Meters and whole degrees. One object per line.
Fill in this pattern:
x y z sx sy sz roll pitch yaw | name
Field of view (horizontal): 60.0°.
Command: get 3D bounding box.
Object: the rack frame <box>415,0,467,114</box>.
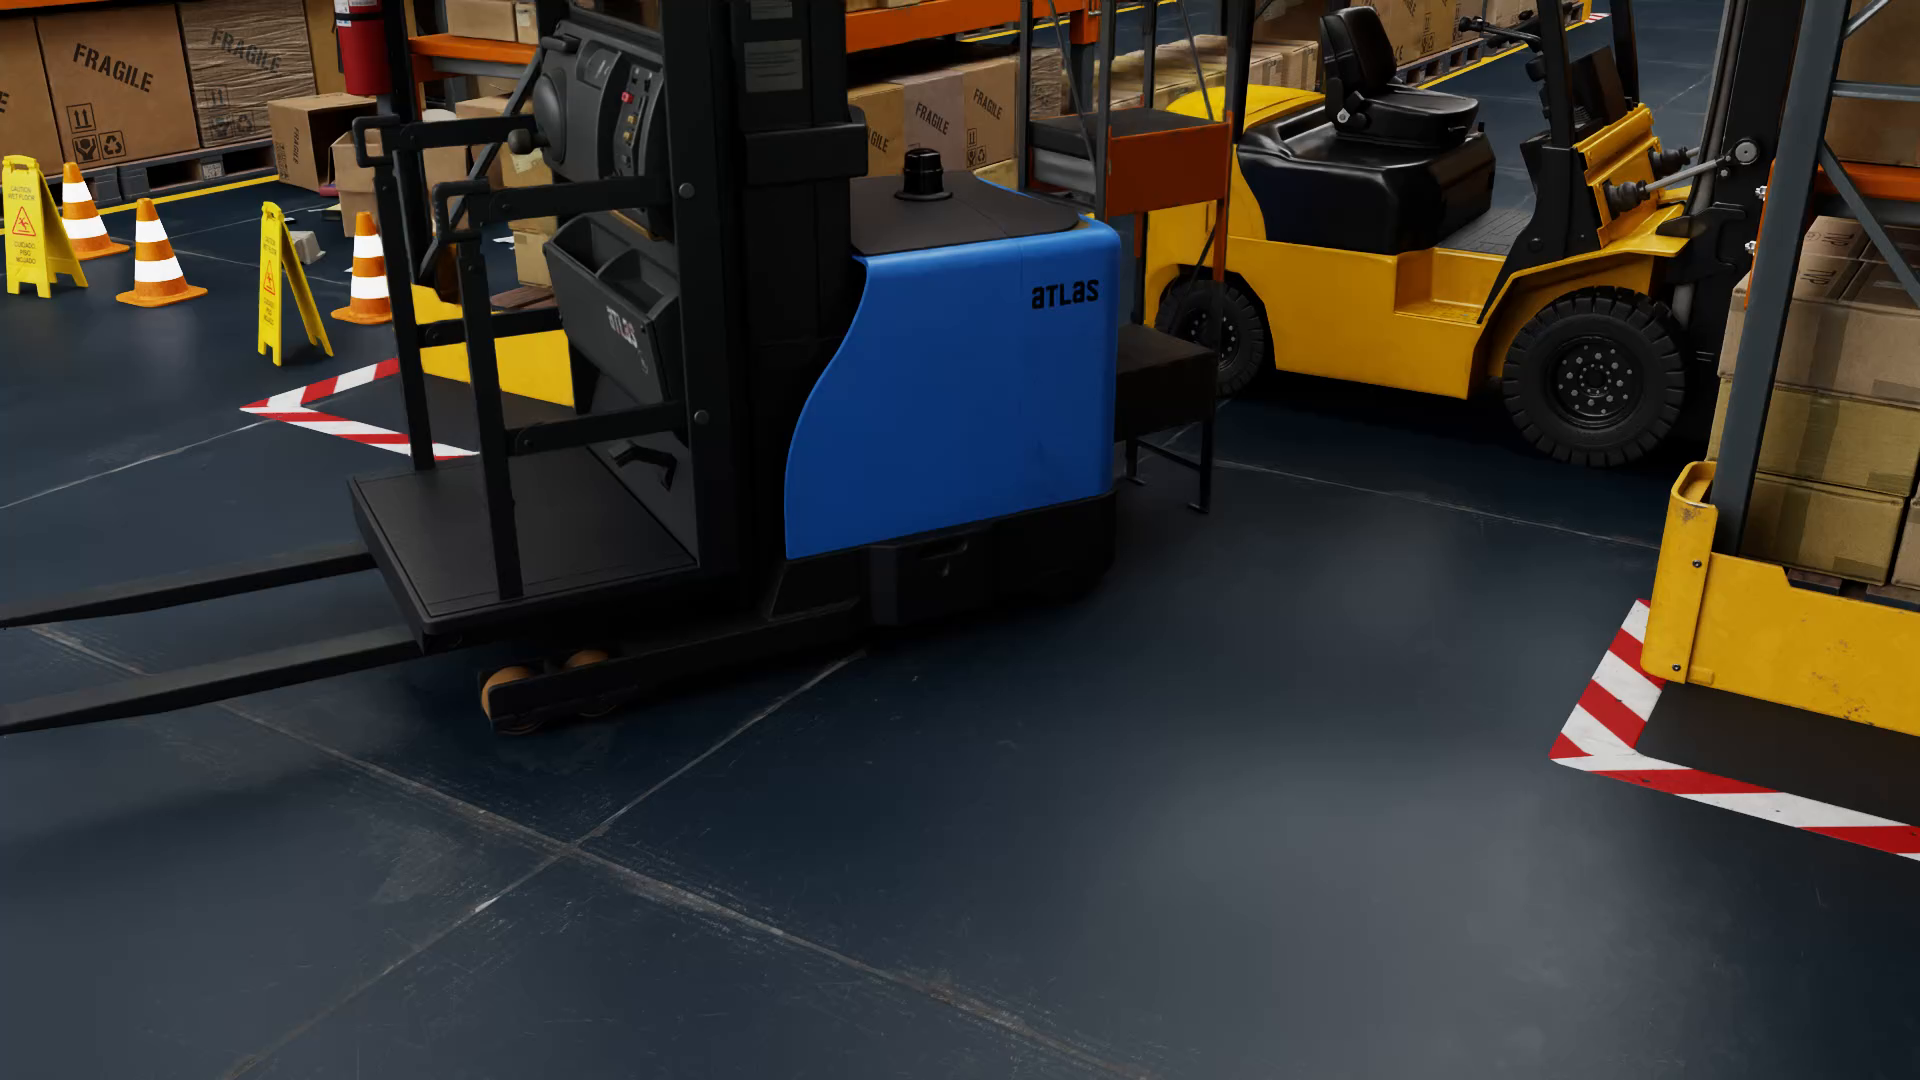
-3.965 -4.361 11.547 1.000 3.000 0.127 14 27 29 | rack frame

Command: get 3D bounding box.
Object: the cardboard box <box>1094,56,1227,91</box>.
1.310 -3.000 11.184 0.950 0.372 0.625 15 28 31 | cardboard box

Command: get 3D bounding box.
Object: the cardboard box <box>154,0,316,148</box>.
-4.829 -3.076 10.725 0.875 0.875 0.875 14 27 29 | cardboard box

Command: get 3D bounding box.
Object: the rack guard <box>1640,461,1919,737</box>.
2.390 0.187 4.189 1.175 0.500 0.348 14 27 29 | rack guard

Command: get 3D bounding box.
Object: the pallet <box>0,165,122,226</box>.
-5.720 -2.017 9.644 1.003 0.211 1.213 14 27 29 | pallet

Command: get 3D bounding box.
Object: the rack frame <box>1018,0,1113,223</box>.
0.298 -0.999 4.915 0.015 2.100 0.400 -16 28 -32 | rack frame

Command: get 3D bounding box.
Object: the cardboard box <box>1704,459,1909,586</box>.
2.382 -0.124 4.694 0.500 0.250 0.500 14 27 29 | cardboard box

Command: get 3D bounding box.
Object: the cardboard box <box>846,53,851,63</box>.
-0.773 -2.493 8.404 0.380 0.149 0.250 16 28 32 | cardboard box

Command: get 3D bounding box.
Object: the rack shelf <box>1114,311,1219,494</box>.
0.497 -0.401 5.329 0.480 0.518 0.431 -16 28 -32 | rack shelf

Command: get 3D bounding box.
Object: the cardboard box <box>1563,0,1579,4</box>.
6.360 -6.181 18.448 0.875 0.438 0.875 13 27 27 | cardboard box

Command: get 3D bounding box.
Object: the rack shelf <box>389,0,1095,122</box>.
-0.762 -2.352 7.814 1.077 0.370 4.000 14 27 29 | rack shelf

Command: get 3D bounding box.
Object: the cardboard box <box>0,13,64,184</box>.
-5.774 -2.471 9.328 0.875 0.875 0.875 14 27 29 | cardboard box

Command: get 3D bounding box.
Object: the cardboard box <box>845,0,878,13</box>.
-0.598 -2.479 7.517 0.380 0.149 0.250 13 27 28 | cardboard box

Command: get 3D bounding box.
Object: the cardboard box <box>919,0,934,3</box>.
-0.311 -2.646 7.903 0.380 0.149 0.250 13 27 28 | cardboard box

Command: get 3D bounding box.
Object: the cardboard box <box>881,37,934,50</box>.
-0.364 -2.758 9.017 0.380 0.149 0.250 14 27 30 | cardboard box

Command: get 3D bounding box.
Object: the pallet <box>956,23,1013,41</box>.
-0.155 -5.518 17.731 1.003 0.211 1.213 14 27 29 | pallet

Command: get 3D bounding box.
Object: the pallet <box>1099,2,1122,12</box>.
1.222 -6.429 19.834 1.003 0.211 1.213 14 27 29 | pallet

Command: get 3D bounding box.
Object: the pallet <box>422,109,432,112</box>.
-4.433 -2.841 11.546 1.003 0.211 1.213 14 27 29 | pallet

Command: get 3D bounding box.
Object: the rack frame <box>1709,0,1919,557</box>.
2.402 -0.968 3.711 1.000 3.000 0.127 14 27 29 | rack frame

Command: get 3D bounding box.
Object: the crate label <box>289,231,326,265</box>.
-3.446 -1.505 8.555 0.250 0.136 0.298 1 23 2 | crate label

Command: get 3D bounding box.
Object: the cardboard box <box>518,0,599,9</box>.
-1.331 -2.292 6.267 0.500 0.500 0.500 13 27 28 | cardboard box

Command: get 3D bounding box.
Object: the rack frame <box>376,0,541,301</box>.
-1.816 -2.007 6.111 1.000 3.000 0.127 14 27 29 | rack frame

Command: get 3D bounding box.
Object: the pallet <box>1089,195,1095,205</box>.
0.703 -2.341 10.392 1.003 0.211 1.213 14 27 29 | pallet

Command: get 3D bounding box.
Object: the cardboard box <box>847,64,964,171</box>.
-0.326 -2.032 8.157 0.500 0.500 0.500 15 28 32 | cardboard box

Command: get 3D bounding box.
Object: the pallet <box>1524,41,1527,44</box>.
5.624 -5.431 17.531 1.003 0.211 1.213 14 27 29 | pallet

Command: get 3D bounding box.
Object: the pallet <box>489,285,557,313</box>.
-1.318 -1.020 7.341 1.003 0.211 1.213 14 27 29 | pallet

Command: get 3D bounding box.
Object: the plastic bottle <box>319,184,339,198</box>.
-3.706 -2.106 10.038 0.283 0.061 0.133 5 24 11 | plastic bottle

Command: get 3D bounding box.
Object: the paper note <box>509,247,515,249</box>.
-2.347 -1.561 8.844 0.032 0.001 0.123 14 27 29 | paper note

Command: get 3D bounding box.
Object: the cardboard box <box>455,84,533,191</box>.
-2.555 -2.365 9.908 0.797 0.637 0.503 14 27 29 | cardboard box

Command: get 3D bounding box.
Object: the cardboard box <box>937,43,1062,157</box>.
0.209 -2.377 8.953 0.500 0.500 0.500 13 27 28 | cardboard box

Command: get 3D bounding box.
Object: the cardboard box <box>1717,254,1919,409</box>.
2.380 -0.579 4.486 0.500 0.250 0.500 15 28 31 | cardboard box

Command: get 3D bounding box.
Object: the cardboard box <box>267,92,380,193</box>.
-3.912 -2.476 10.336 0.500 0.500 0.500 20 30 38 | cardboard box

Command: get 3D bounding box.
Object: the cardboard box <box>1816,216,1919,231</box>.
2.902 -0.925 5.285 0.500 0.250 0.500 14 27 30 | cardboard box

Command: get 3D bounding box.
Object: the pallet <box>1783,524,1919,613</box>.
2.770 0.044 4.882 1.003 0.211 1.213 14 27 29 | pallet

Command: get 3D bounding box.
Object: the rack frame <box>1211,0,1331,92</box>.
2.403 -4.707 12.348 1.000 3.000 0.127 14 27 29 | rack frame

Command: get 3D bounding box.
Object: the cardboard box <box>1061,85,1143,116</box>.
0.568 -2.522 10.079 0.950 0.372 0.625 14 27 30 | cardboard box

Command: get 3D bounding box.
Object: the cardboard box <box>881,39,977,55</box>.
-0.247 -2.490 9.214 0.500 0.500 0.500 15 28 31 | cardboard box

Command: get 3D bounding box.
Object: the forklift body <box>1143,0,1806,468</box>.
1.853 -1.601 6.242 2.313 2.155 1.214 14 27 29 | forklift body

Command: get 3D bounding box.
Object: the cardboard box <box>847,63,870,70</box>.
-0.794 -2.132 8.388 0.500 0.500 0.500 15 28 32 | cardboard box

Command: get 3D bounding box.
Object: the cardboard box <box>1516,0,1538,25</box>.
5.407 -5.566 17.028 0.875 0.438 0.875 13 27 27 | cardboard box

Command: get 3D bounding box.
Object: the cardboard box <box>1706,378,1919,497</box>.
2.394 -0.359 4.606 0.500 0.250 0.500 13 27 28 | cardboard box

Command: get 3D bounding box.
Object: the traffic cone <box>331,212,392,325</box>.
-2.686 -1.259 7.575 0.336 0.463 0.334 14 27 29 | traffic cone

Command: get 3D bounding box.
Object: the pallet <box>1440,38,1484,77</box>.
4.170 -4.502 15.383 1.003 0.211 1.213 14 27 29 | pallet

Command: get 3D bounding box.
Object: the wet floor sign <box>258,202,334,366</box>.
-2.826 -1.087 6.949 0.232 0.644 0.267 -17 29 -35 | wet floor sign

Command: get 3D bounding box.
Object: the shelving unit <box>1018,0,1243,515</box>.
0.497 -1.055 5.045 0.503 2.100 0.431 -16 28 -32 | shelving unit

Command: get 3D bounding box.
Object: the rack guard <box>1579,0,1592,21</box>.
6.636 -6.269 19.101 1.175 0.500 0.348 14 27 29 | rack guard

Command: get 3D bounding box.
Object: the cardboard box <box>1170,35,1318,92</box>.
2.097 -3.506 12.351 0.950 0.372 0.625 12 26 25 | cardboard box

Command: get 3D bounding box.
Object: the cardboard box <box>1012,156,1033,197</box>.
0.210 -2.032 9.102 0.500 0.250 0.500 15 28 31 | cardboard box

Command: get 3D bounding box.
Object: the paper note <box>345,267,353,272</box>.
-3.009 -1.381 8.402 0.148 0.019 0.142 5 24 11 | paper note

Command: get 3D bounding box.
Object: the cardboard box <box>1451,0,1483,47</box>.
4.254 -5.049 15.284 0.875 0.875 0.875 15 27 31 | cardboard box

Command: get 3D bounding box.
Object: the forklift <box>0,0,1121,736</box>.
-1.089 -1.100 4.102 3.031 2.935 1.130 -12 26 -26 | forklift

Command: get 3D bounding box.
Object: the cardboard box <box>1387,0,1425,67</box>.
3.312 -4.441 13.879 0.875 0.875 0.875 14 27 30 | cardboard box

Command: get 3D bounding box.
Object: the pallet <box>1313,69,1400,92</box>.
2.883 -3.678 13.481 1.003 0.211 1.213 14 27 29 | pallet
